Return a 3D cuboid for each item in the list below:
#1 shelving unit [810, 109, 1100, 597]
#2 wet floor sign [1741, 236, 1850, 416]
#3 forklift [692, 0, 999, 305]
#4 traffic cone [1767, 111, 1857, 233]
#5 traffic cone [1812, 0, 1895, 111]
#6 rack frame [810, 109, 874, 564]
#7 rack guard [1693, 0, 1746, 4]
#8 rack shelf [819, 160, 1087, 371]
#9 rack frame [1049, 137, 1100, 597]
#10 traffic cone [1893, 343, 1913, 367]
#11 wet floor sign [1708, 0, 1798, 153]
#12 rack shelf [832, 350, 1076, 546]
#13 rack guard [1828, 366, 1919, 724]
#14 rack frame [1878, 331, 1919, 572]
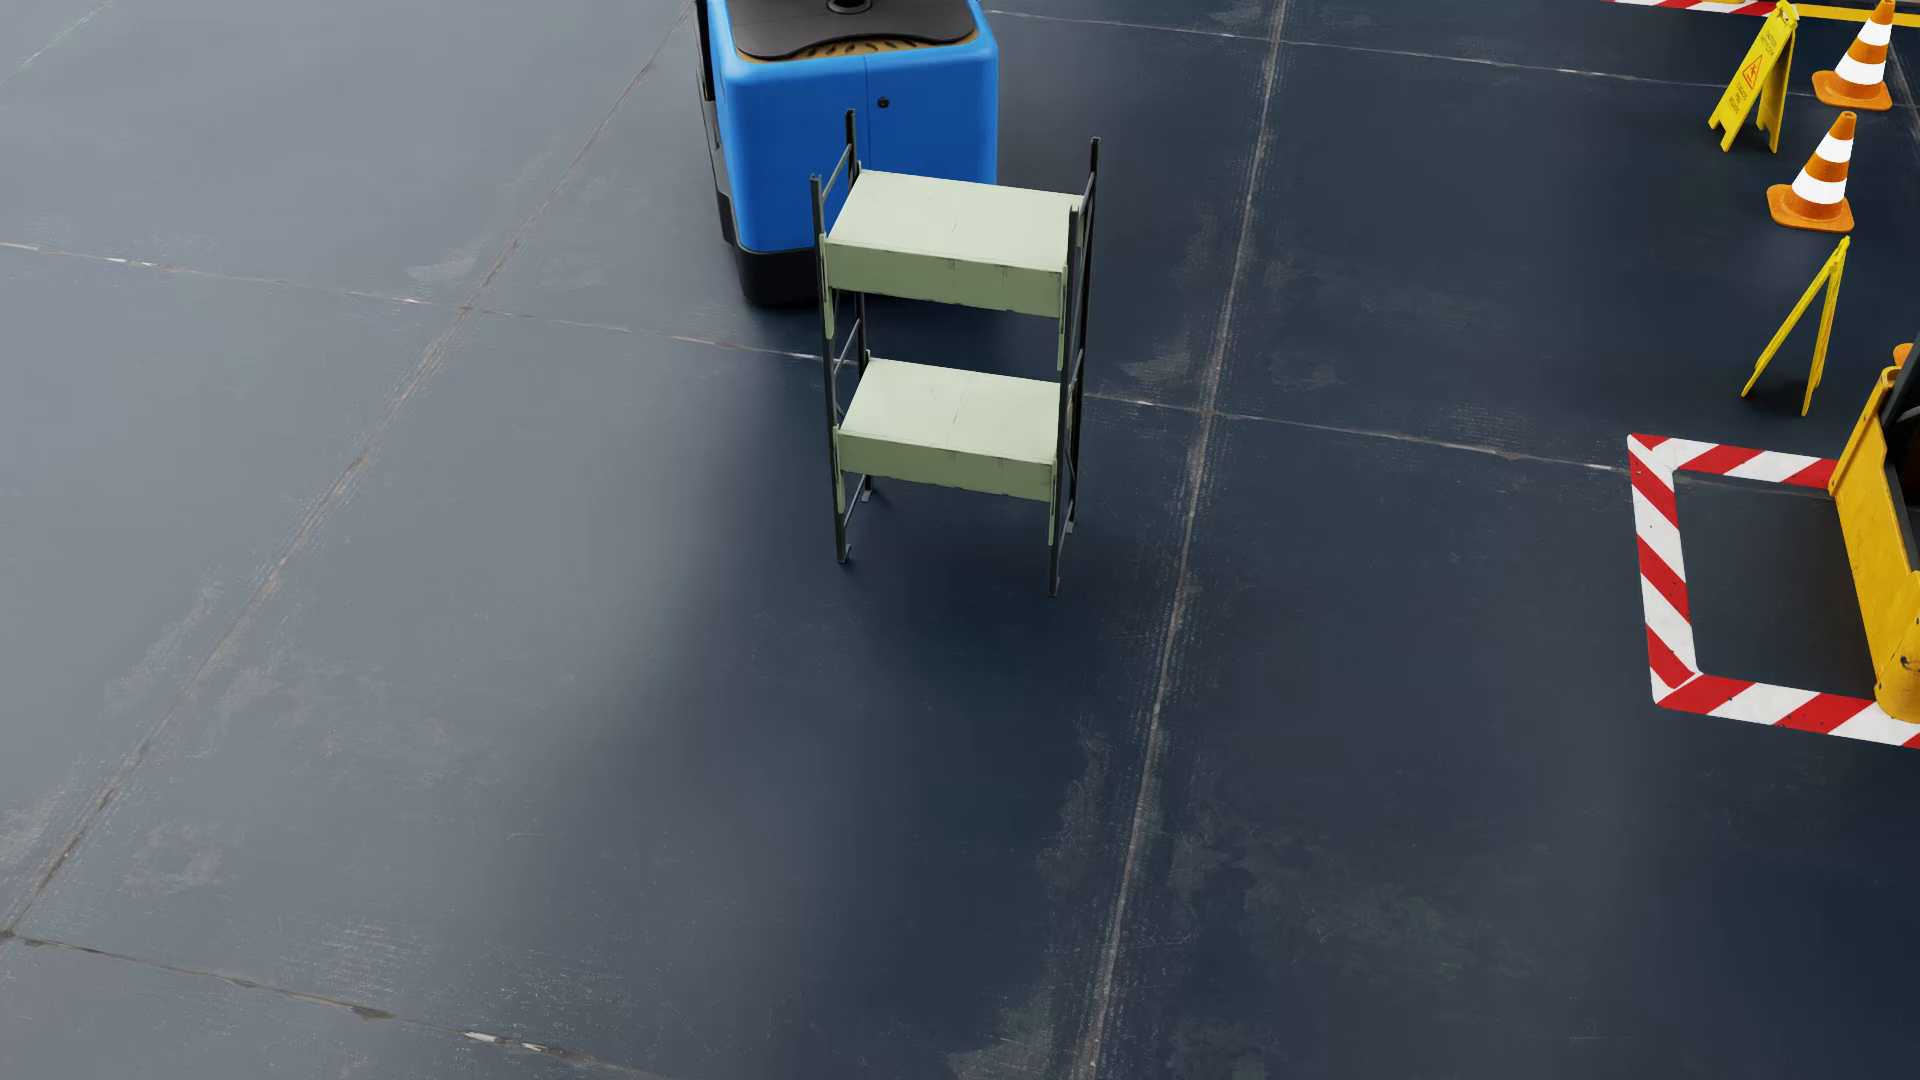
[{"bbox_3d":[-0.007,-0.541,5.231,0.755,1.500,0.431,9,45,9],"label":"shelving unit"},{"bbox_3d":[3.136,-0.813,6.130,0.232,0.644,0.267,24,49,23],"label":"wet floor sign"},{"bbox_3d":[-0.634,-3.028,6.783,1.130,2.935,3.031,-8,44,-8],"label":"forklift"},{"bbox_3d":[3.700,-1.605,7.084,0.334,0.463,0.336,9,45,9],"label":"traffic cone"},{"bbox_3d":[4.279,-2.318,7.825,0.334,0.463,0.336,9,45,9],"label":"traffic cone"},{"bbox_3d":[-0.364,-0.597,5.289,0.023,1.500,0.400,9,45,9],"label":"rack frame"},{"bbox_3d":[4.047,-3.377,8.898,0.348,0.500,1.175,9,45,9],"label":"rack guard"},{"bbox_3d":[-0.007,-0.823,4.960,0.720,0.370,0.431,9,45,9],"label":"rack shelf"},{"bbox_3d":[0.351,-0.486,5.173,0.023,1.500,0.400,9,45,9],"label":"rack frame"},{"bbox_3d":[3.790,-0.802,6.250,0.334,0.463,0.336,9,45,9],"label":"traffic cone"},{"bbox_3d":[3.610,-2.090,7.456,0.232,0.644,0.267,2,44,2],"label":"wet floor sign"},{"bbox_3d":[-0.007,-0.306,5.457,0.720,0.370,0.431,9,45,9],"label":"rack shelf"},{"bbox_3d":[3.162,0.003,5.386,0.348,0.500,1.175,9,45,9],"label":"rack guard"},{"bbox_3d":[3.088,-0.909,4.531,0.127,3.000,1.000,9,45,9],"label":"rack frame"}]
